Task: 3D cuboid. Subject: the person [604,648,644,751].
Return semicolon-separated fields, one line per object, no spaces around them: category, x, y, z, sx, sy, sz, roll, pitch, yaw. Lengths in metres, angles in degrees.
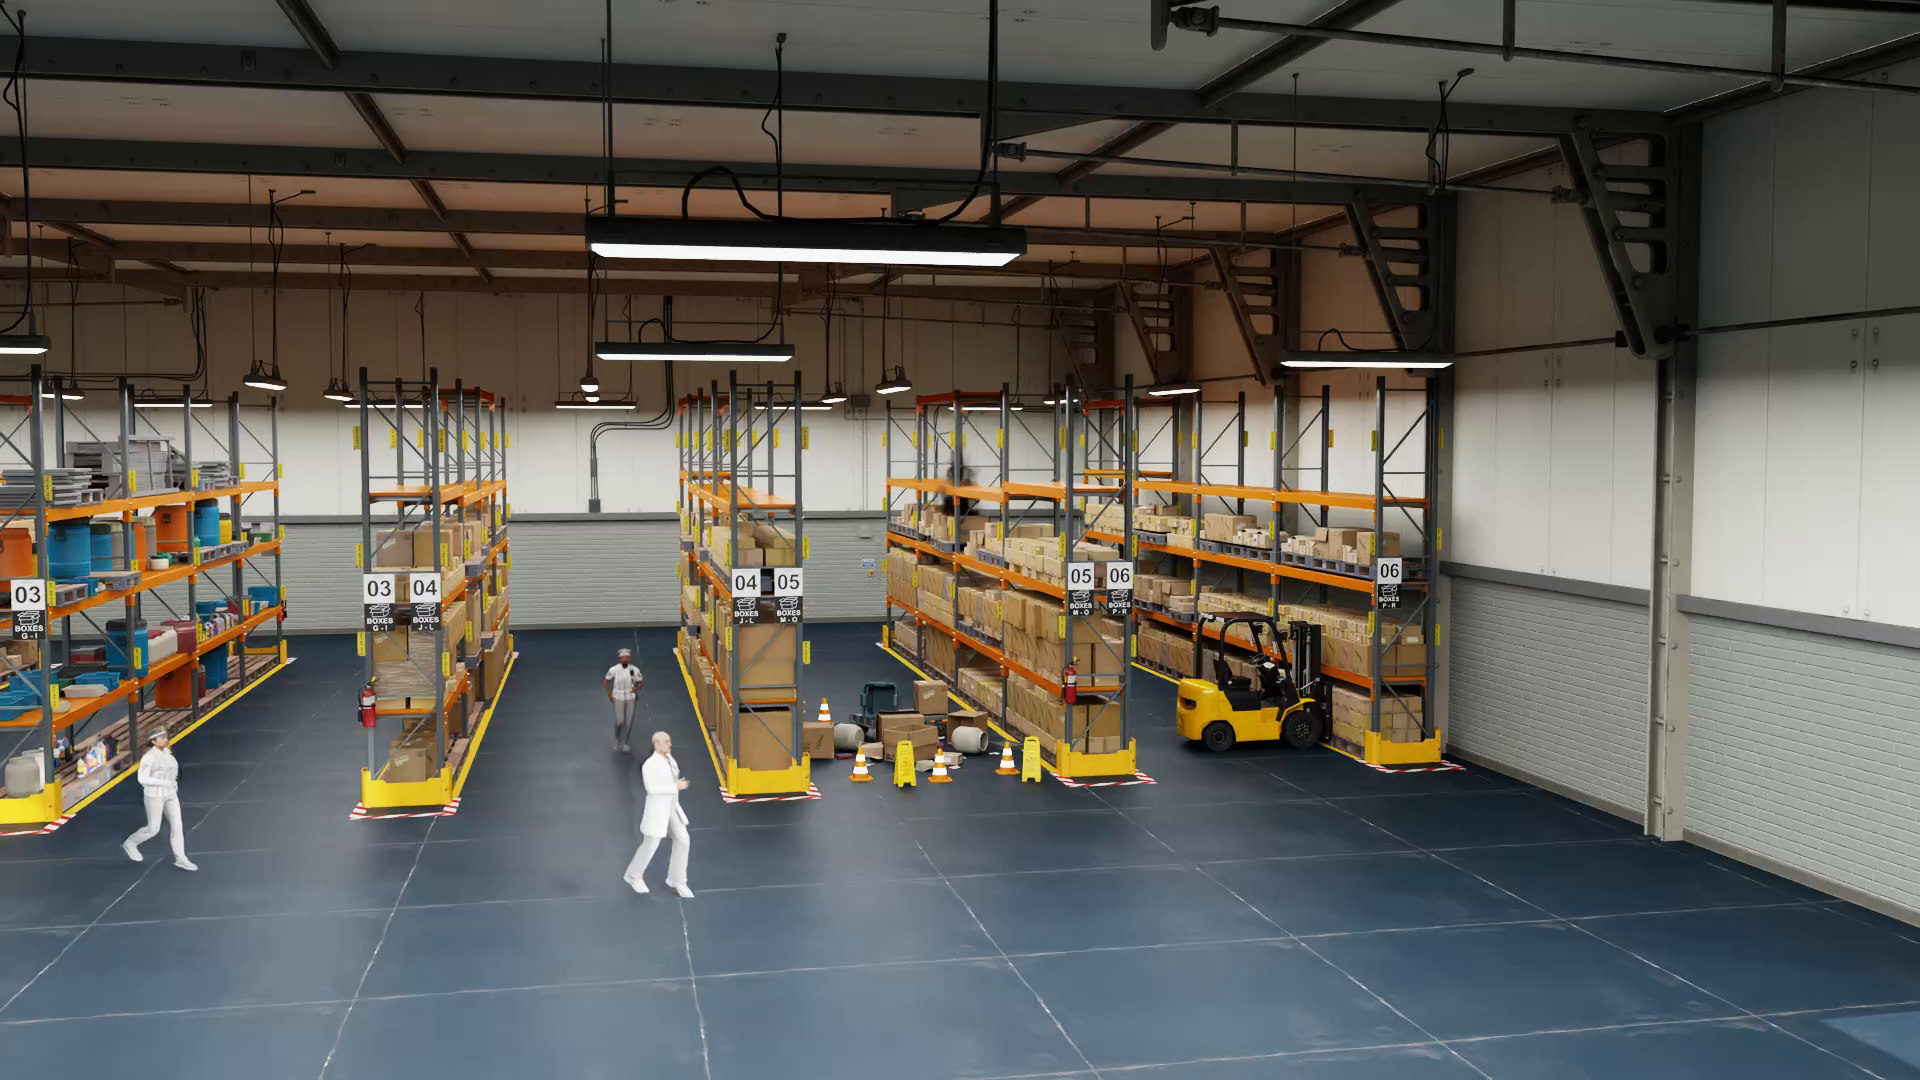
person;-5.372;2.567;26.675;0.628;1.670;0.536;-1;4;-17

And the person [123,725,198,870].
person;-9.333;2.994;19.366;0.931;1.696;0.621;1;4;16

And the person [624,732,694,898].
person;-3.302;3.027;18.257;0.882;1.862;0.692;2;4;24
